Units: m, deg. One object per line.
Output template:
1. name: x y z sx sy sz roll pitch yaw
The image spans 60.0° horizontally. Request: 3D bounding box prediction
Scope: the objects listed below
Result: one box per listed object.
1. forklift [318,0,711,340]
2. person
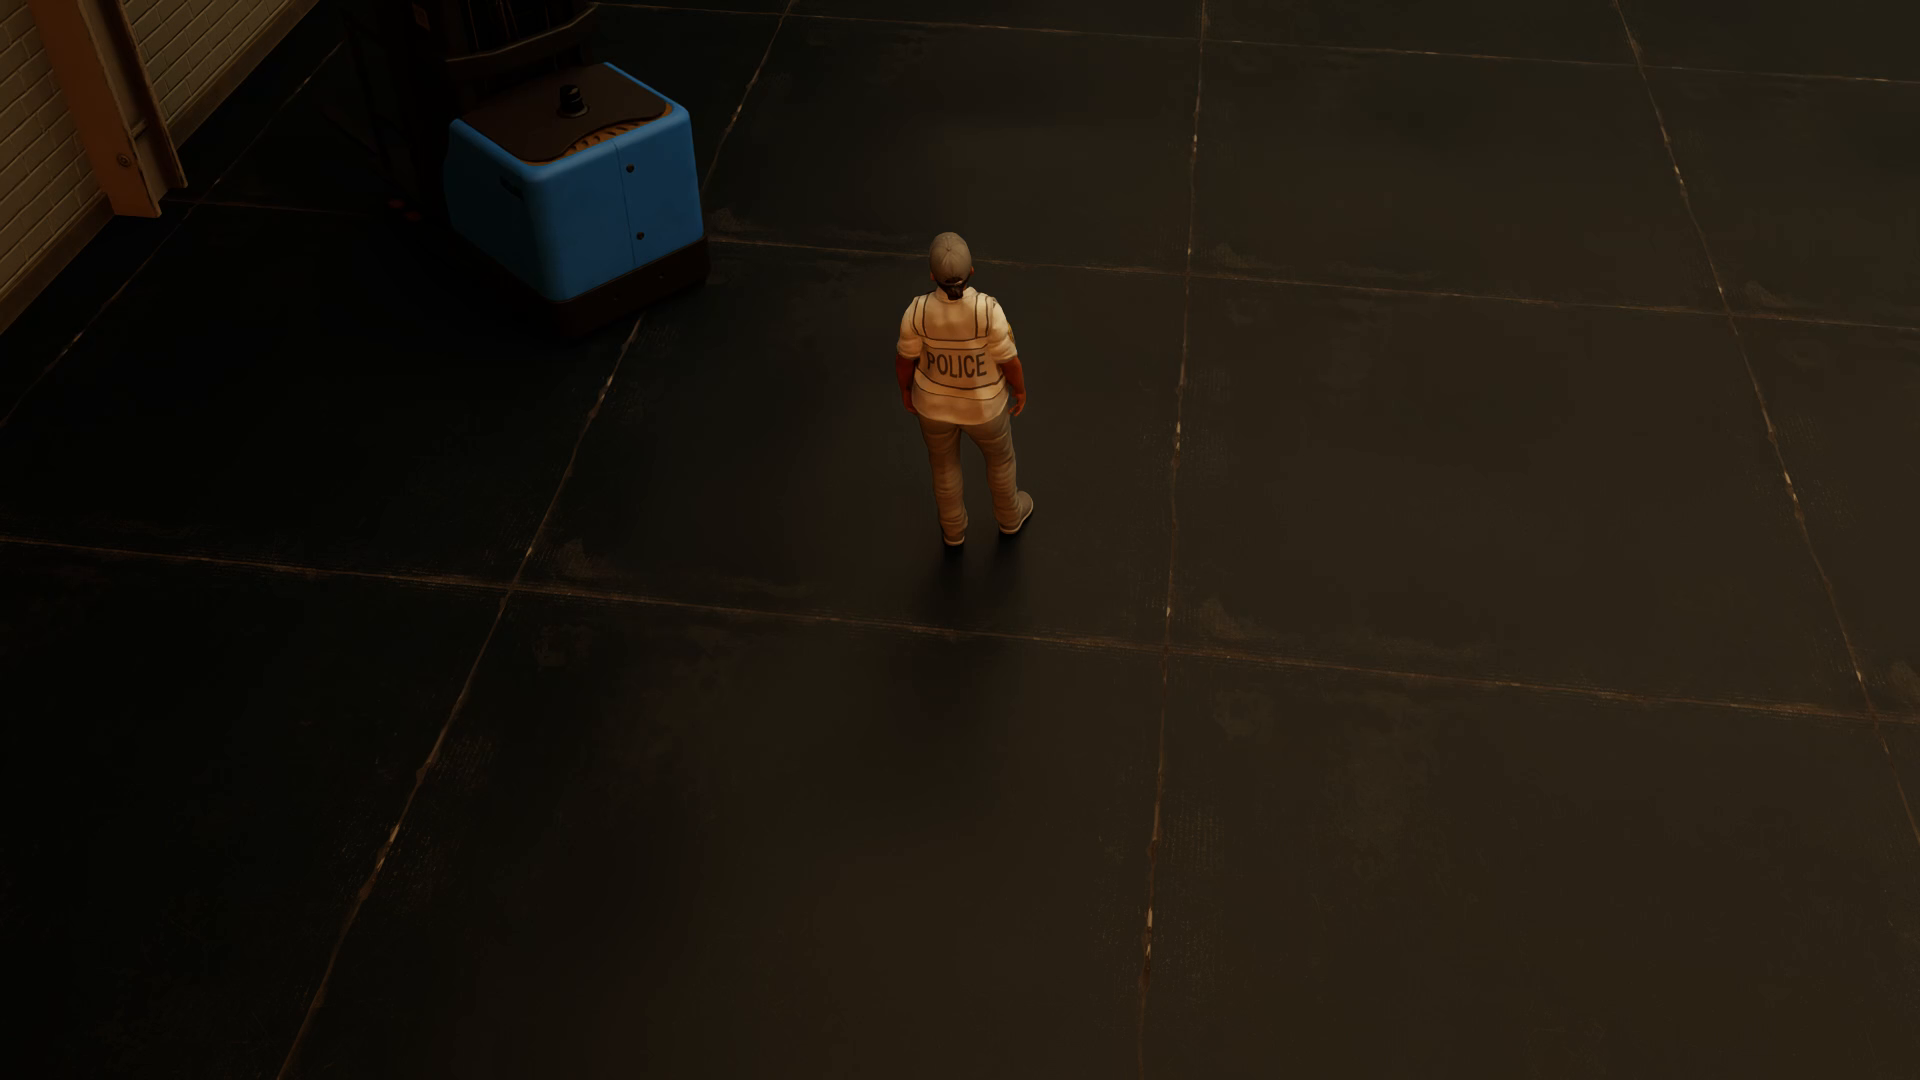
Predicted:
1. forklift: -2.791 -3.064 9.060 1.130 2.935 3.031 -32 52 -30
2. person: 0.032 -0.669 7.376 0.599 1.670 0.529 5 43 6
